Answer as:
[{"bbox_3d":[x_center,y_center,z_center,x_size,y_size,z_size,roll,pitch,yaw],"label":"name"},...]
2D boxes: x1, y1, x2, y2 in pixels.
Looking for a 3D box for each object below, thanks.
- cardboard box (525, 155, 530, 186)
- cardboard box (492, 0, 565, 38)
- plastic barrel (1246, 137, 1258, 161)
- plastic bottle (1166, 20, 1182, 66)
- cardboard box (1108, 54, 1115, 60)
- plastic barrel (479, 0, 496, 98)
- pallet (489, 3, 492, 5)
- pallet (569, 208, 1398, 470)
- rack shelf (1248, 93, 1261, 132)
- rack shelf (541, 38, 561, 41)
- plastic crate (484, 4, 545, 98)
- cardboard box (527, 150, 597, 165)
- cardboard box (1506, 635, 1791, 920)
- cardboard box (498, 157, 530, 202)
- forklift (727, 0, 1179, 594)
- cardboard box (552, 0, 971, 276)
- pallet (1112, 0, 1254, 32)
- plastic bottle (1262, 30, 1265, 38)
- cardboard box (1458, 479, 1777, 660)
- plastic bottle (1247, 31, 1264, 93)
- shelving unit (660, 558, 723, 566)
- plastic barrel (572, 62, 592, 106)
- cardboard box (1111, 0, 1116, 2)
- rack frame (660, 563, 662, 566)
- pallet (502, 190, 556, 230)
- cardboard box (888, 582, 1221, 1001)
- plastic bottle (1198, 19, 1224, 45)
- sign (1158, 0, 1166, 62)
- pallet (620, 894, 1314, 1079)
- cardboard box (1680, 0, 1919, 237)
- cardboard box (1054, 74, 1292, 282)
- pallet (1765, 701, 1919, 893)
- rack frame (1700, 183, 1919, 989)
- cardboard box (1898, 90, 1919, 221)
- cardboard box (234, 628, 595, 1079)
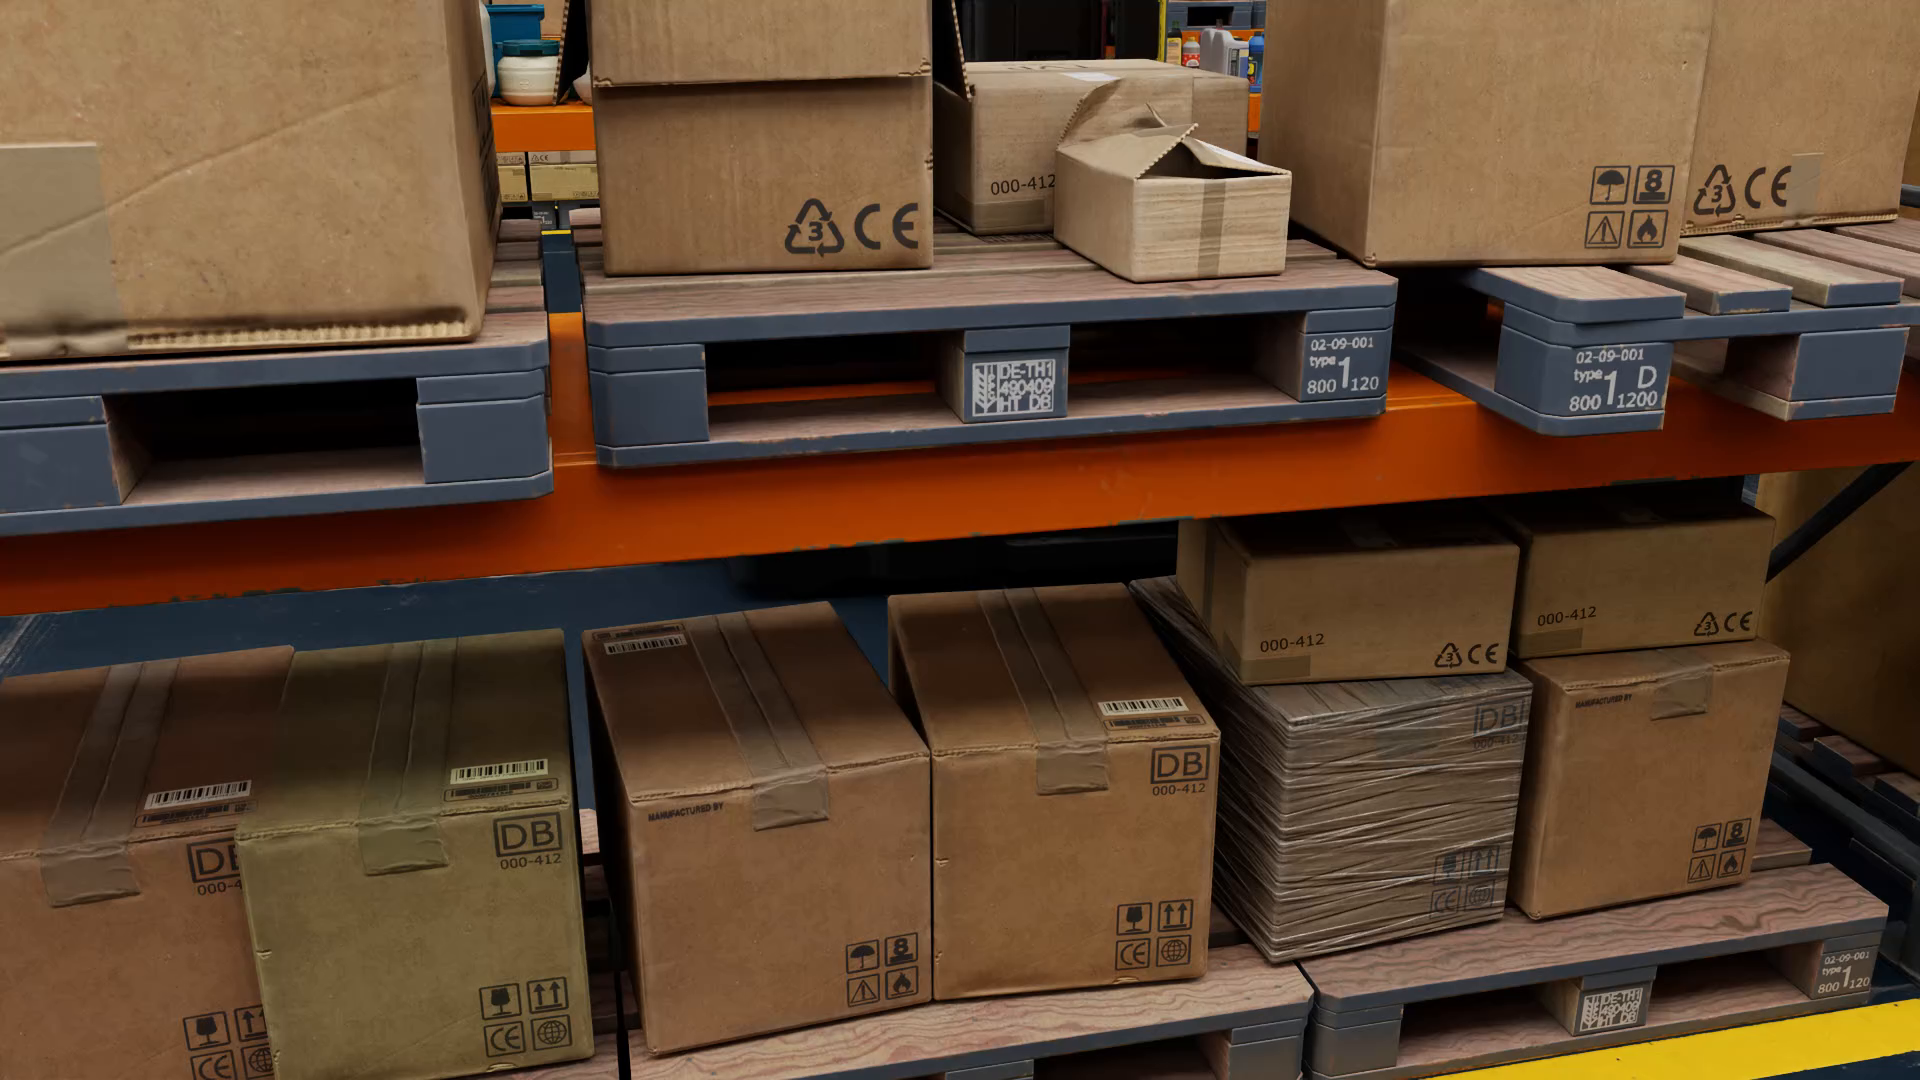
[{"bbox_3d":[-3.456,-2.745,12.333,0.500,0.250,0.500,-5,21,-13],"label":"cardboard box"},{"bbox_3d":[-3.021,-3.813,11.718,0.500,0.500,0.500,-3,20,-9],"label":"cardboard box"},{"bbox_3d":[1.216,-1.550,8.230,0.708,0.830,0.600,-5,21,-12],"label":"plastic barrel"},{"bbox_3d":[1.039,-2.448,8.305,0.133,0.283,0.061,-5,21,-12],"label":"plastic bottle"},{"bbox_3d":[1.754,-5.053,17.763,0.750,0.750,0.750,-4,21,-12],"label":"cardboard box"},{"bbox_3d":[-2.168,-2.077,6.926,0.433,0.535,0.433,0,20,0],"label":"plastic barrel"},{"bbox_3d":[-4.652,-5.249,16.062,1.213,0.211,1.003,-5,21,-12],"label":"pallet"},{"bbox_3d":[-0.034,-0.409,2.850,1.213,0.211,1.003,-5,21,-12],"label":"pallet"},{"bbox_3d":[2.690,-2.148,8.364,4.000,0.370,1.077,-5,21,-12],"label":"rack shelf"},{"bbox_3d":[-2.339,-3.490,12.026,4.000,0.370,1.077,-5,21,-12],"label":"rack shelf"},{"bbox_3d":[-2.147,-2.195,7.469,0.575,0.384,0.392,-5,21,-12],"label":"plastic crate"},{"bbox_3d":[-2.834,-2.867,11.853,0.500,0.311,0.500,-5,21,-14],"label":"cardboard box"},{"bbox_3d":[1.236,0.357,3.473,0.500,0.500,0.700,-6,21,-15],"label":"cardboard box"},{"bbox_3d":[-3.338,-2.564,11.841,0.500,0.250,0.500,-4,21,-11],"label":"cardboard box"},{"bbox_3d":[0.685,-1.431,5.461,3.031,2.935,1.130,-3,20,-9],"label":"forklift"},{"bbox_3d":[-0.344,-0.767,2.786,0.637,0.503,0.797,-3,20,-7],"label":"cardboard box"},{"bbox_3d":[1.499,-4.051,12.792,1.213,0.211,1.003,-5,21,-12],"label":"pallet"},{"bbox_3d":[1.570,-2.479,8.407,0.097,0.271,0.097,0,20,0],"label":"plastic bottle"},{"bbox_3d":[1.238,0.008,3.335,0.500,0.250,0.500,-4,20,-10],"label":"cardboard box"},{"bbox_3d":[1.358,-2.193,7.628,0.097,0.271,0.097,0,20,0],"label":"plastic bottle"},{"bbox_3d":[-0.944,-0.385,5.540,0.210,0.900,0.258,-6,21,-6],"label":"shelving unit"},{"bbox_3d":[-1.454,-2.135,7.085,0.433,0.535,0.433,0,20,0],"label":"plastic barrel"},{"bbox_3d":[1.128,-4.326,12.508,0.500,0.500,0.700,-1,20,-2],"label":"cardboard box"},{"bbox_3d":[-1.044,-0.374,5.529,0.006,0.900,0.240,-6,21,-6],"label":"rack frame"},{"bbox_3d":[-3.577,-2.431,12.145,1.213,0.211,1.003,-5,21,-12],"label":"pallet"},{"bbox_3d":[0.149,0.453,3.213,0.500,0.500,0.700,-3,20,-8],"label":"cardboard box"},{"bbox_3d":[1.264,-2.466,8.355,0.133,0.283,0.061,-5,21,-12],"label":"plastic bottle"},{"bbox_3d":[0.877,-2.221,7.278,0.005,0.325,0.100,-5,21,-12],"label":"sign"},{"bbox_3d":[-0.062,0.796,3.334,1.213,0.211,1.003,-5,21,-12],"label":"pallet"},{"bbox_3d":[1.367,-0.858,3.039,0.500,0.500,0.500,-7,21,-19],"label":"cardboard box"},{"bbox_3d":[0.323,-0.581,2.626,0.258,0.266,0.396,-5,21,-14],"label":"cardboard box"},{"bbox_3d":[2.668,0.603,3.863,1.213,0.211,1.003,-5,21,-12],"label":"pallet"},{"bbox_3d":[1.883,-0.670,3.282,0.127,3.000,1.000,-5,21,-12],"label":"rack frame"},{"bbox_3d":[2.306,-0.839,3.598,0.500,0.500,0.500,-4,20,-11],"label":"cardboard box"},{"bbox_3d":[-0.938,0.541,2.971,0.500,0.500,0.700,-5,21,-13],"label":"cardboard box"}]
